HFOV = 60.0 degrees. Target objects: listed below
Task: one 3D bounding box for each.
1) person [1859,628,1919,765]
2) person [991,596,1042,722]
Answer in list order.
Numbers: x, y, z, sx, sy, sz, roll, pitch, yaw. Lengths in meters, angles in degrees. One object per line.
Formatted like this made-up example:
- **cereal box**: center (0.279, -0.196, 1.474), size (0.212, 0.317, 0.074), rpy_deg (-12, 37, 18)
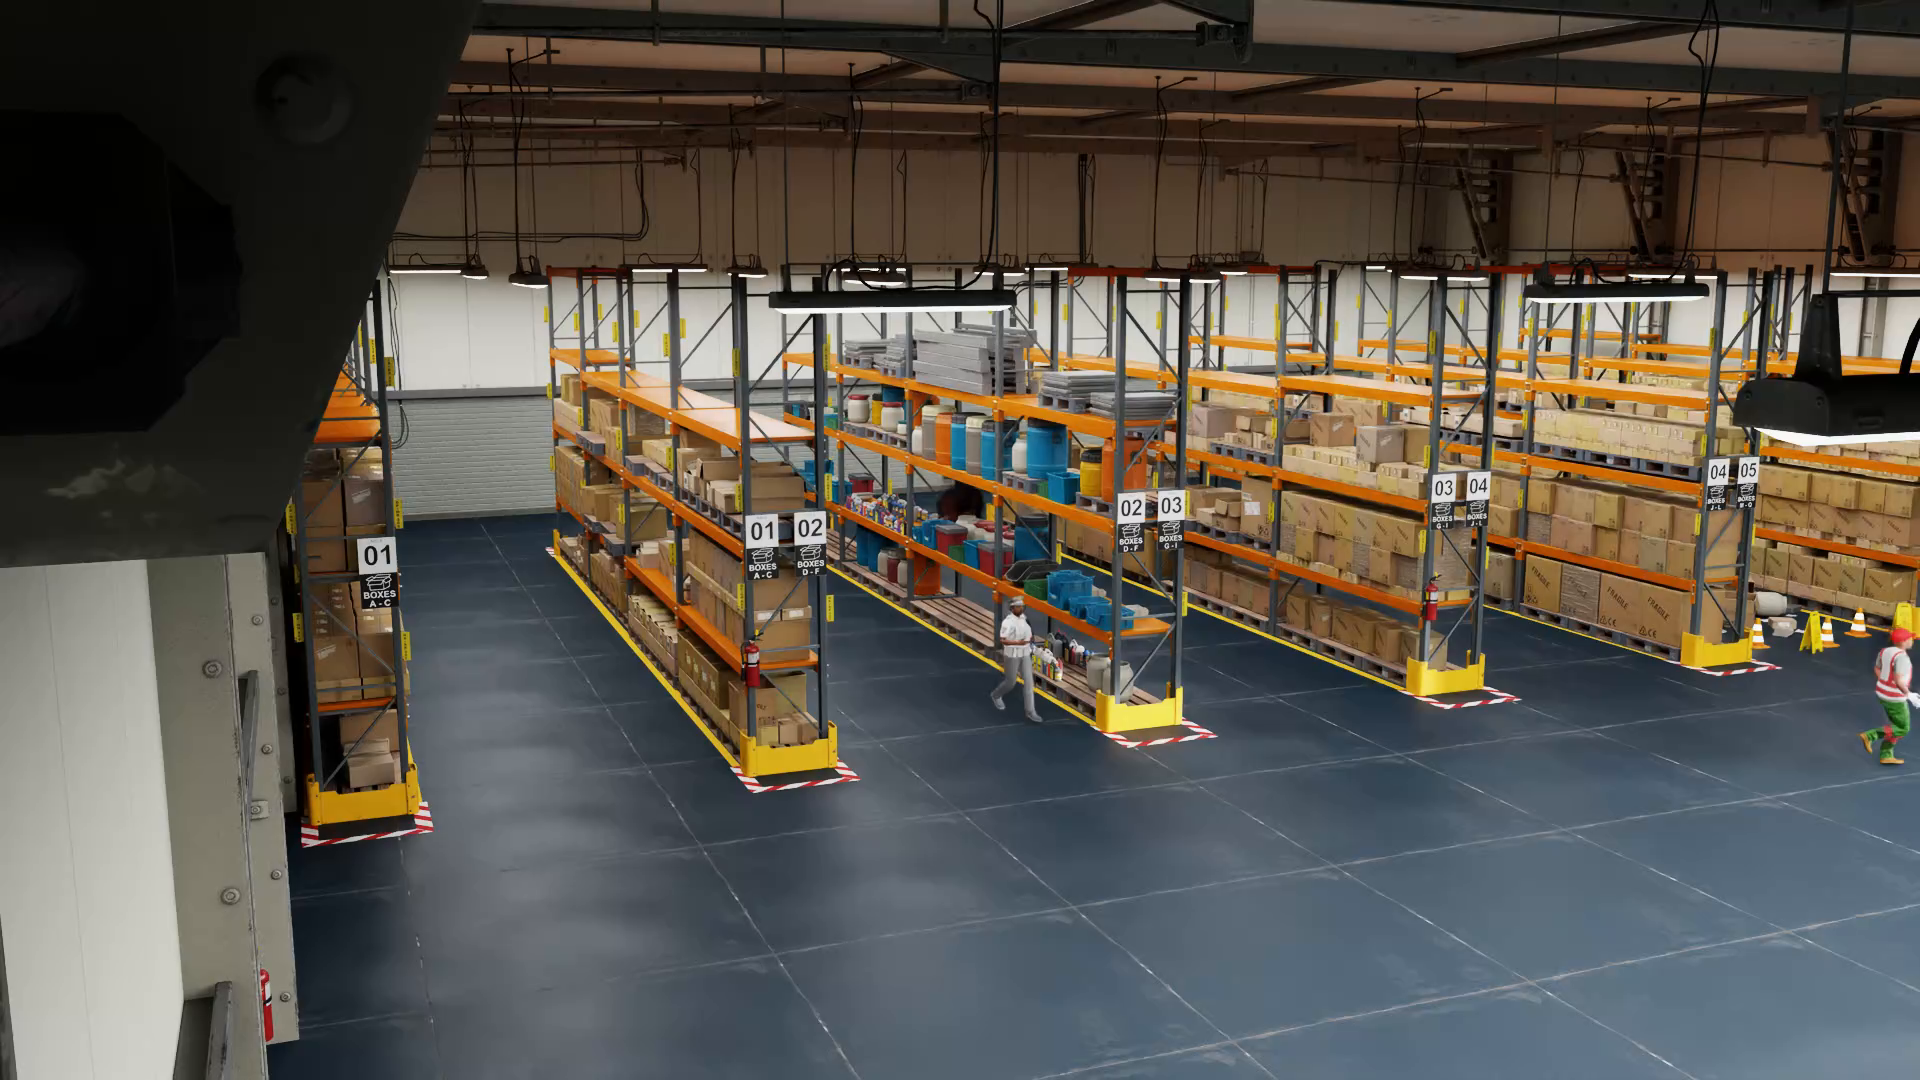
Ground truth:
- **person**: center (11.473, 1.934, 20.601), size (0.632, 1.733, 0.649), rpy_deg (1, 10, 5)
- **person**: center (0.789, 1.579, 22.576), size (0.583, 1.676, 0.880), rpy_deg (-8, 13, -38)
